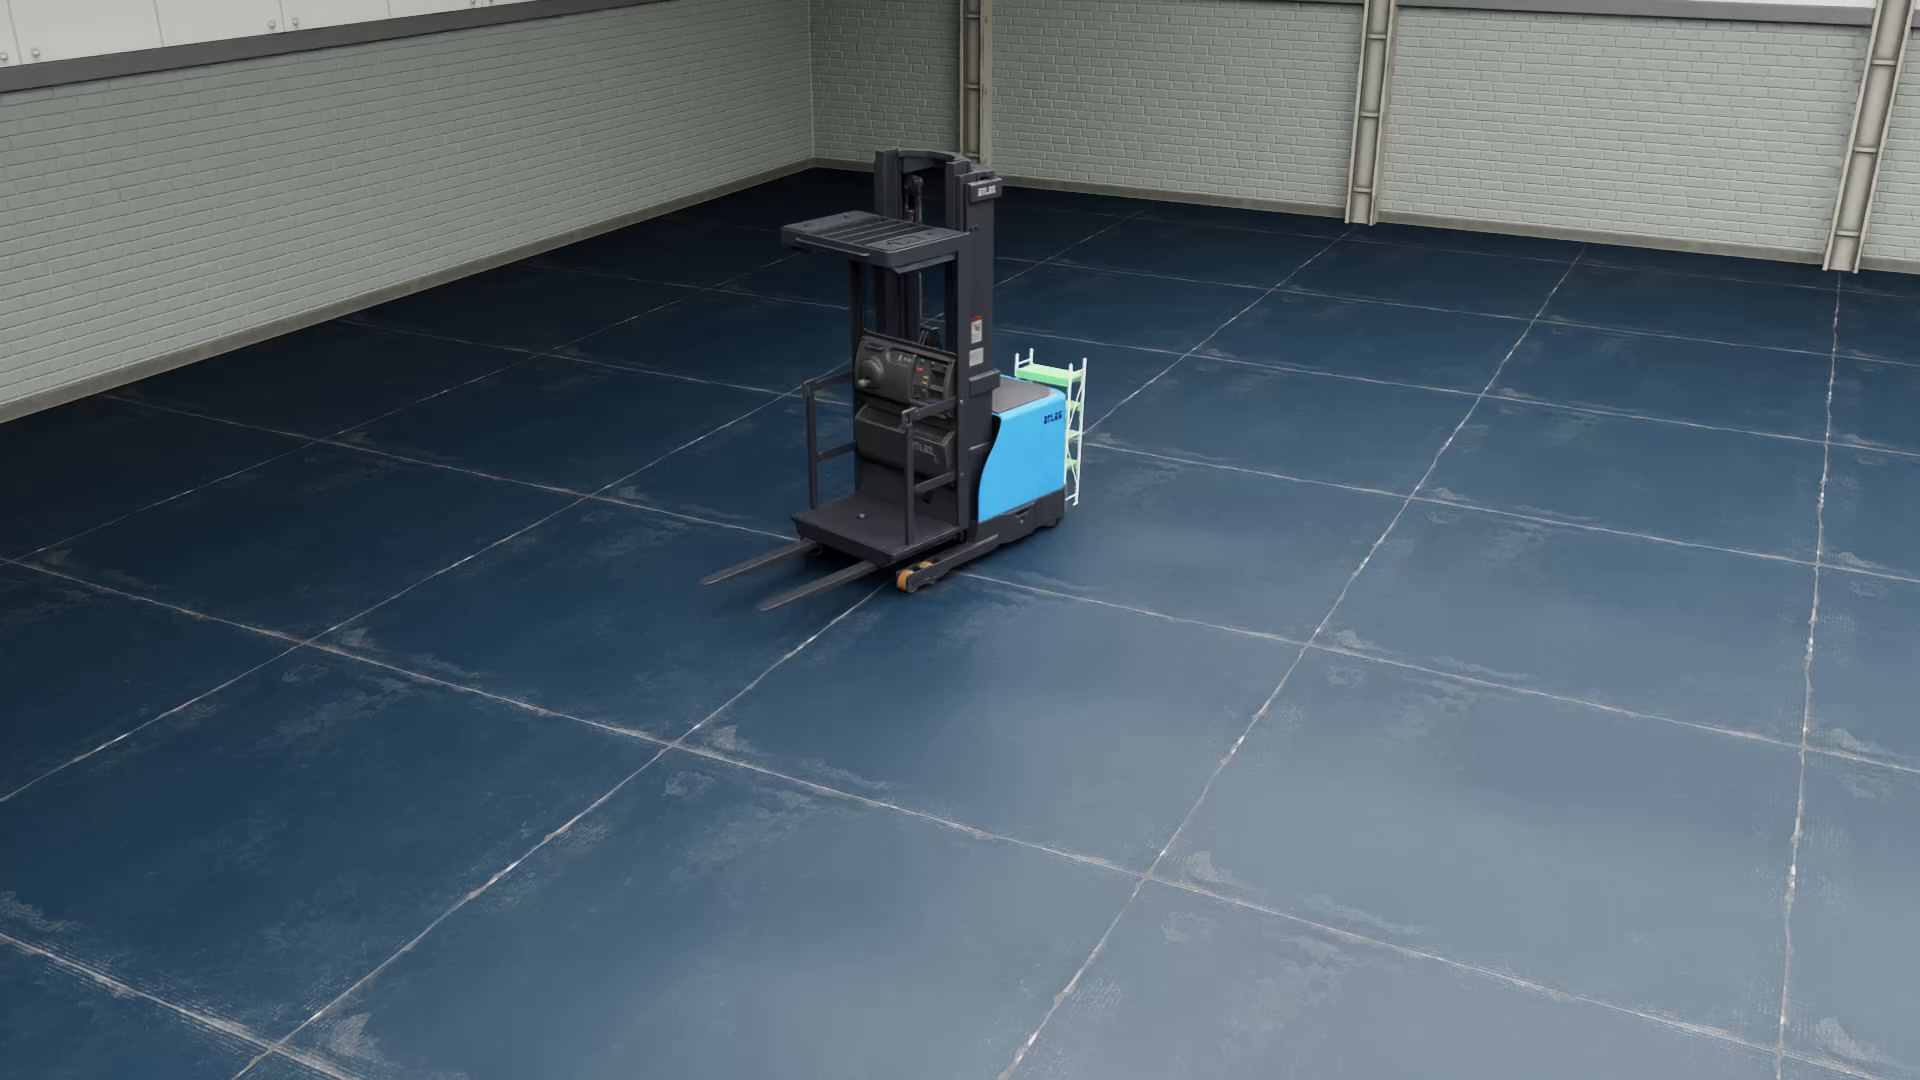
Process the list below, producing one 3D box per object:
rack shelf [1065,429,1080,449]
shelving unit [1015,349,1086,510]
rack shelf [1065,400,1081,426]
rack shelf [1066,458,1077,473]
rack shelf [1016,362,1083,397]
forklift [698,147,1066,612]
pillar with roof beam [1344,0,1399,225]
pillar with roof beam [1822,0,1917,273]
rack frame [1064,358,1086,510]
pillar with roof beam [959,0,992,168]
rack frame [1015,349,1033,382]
[{"bbox_3d":[0.692,-0.819,13.287,0.480,0.148,0.258,15,24,30],"label":"rack shelf"},{"bbox_3d":[0.694,-0.879,13.265,0.503,1.200,0.258,15,24,30],"label":"shelving unit"},{"bbox_3d":[0.700,-1.044,13.204,0.480,0.148,0.258,15,24,30],"label":"rack shelf"},{"bbox_3d":[0.684,-0.594,13.370,0.480,0.148,0.258,15,24,30],"label":"rack shelf"},{"bbox_3d":[0.707,-1.269,13.121,0.480,0.148,0.258,15,24,30],"label":"rack shelf"},{"bbox_3d":[-0.542,-1.195,11.816,1.130,2.935,3.031,20,30,38],"label":"forklift"},{"bbox_3d":[3.648,-7.069,17.874,0.400,9.000,9.100,11,25,25],"label":"pillar with roof beam"},{"bbox_3d":[9.003,-6.010,15.383,0.400,9.000,9.100,11,25,25],"label":"pillar with roof beam"},{"bbox_3d":[0.897,-0.826,13.141,0.015,1.200,0.240,15,24,30],"label":"rack frame"},{"bbox_3d":[-1.706,-8.129,20.365,0.400,9.000,9.100,11,25,25],"label":"pillar with roof beam"},{"bbox_3d":[0.490,-0.932,13.389,0.015,1.200,0.240,15,24,30],"label":"rack frame"}]
